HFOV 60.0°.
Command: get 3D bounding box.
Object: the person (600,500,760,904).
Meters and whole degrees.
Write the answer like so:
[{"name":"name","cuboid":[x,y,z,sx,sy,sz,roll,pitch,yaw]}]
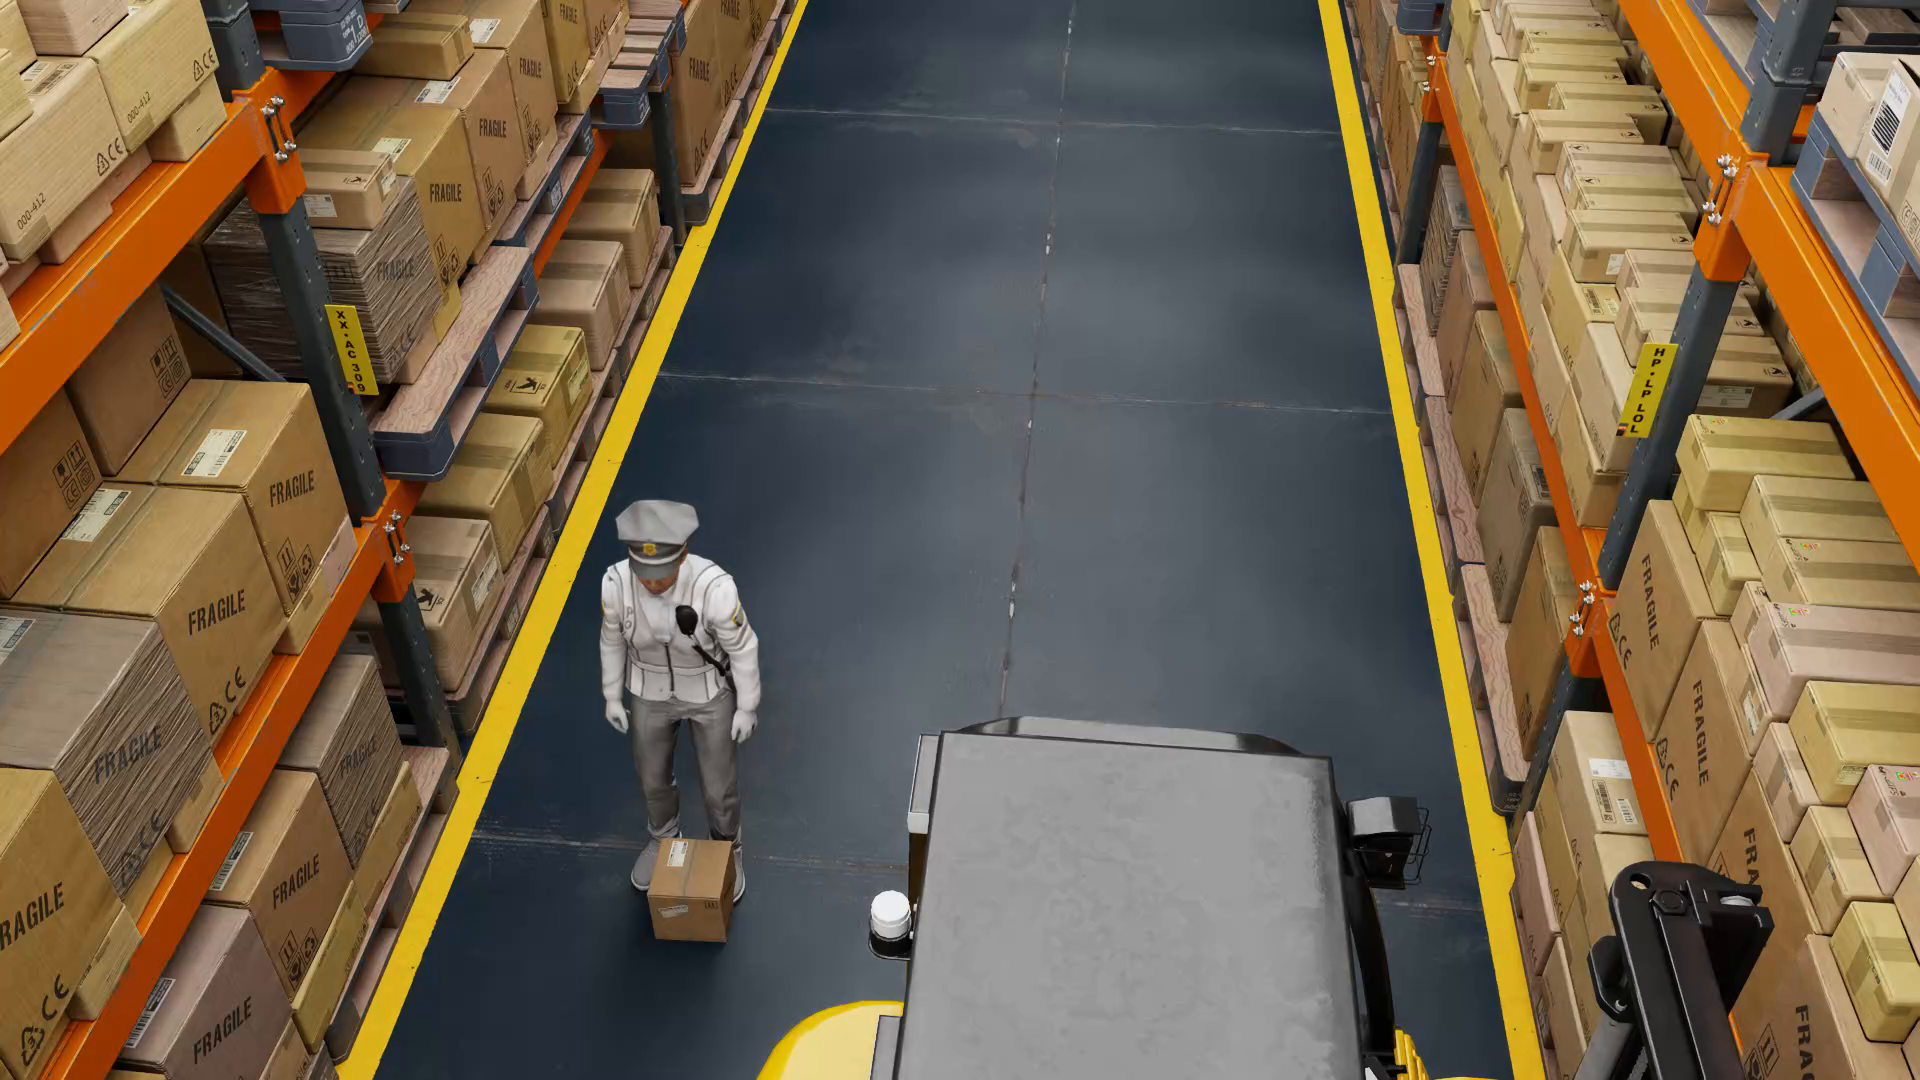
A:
[{"name":"person","cuboid":[-0.923,0.539,5.519,0.530,1.662,0.404,3,40,4]}]
